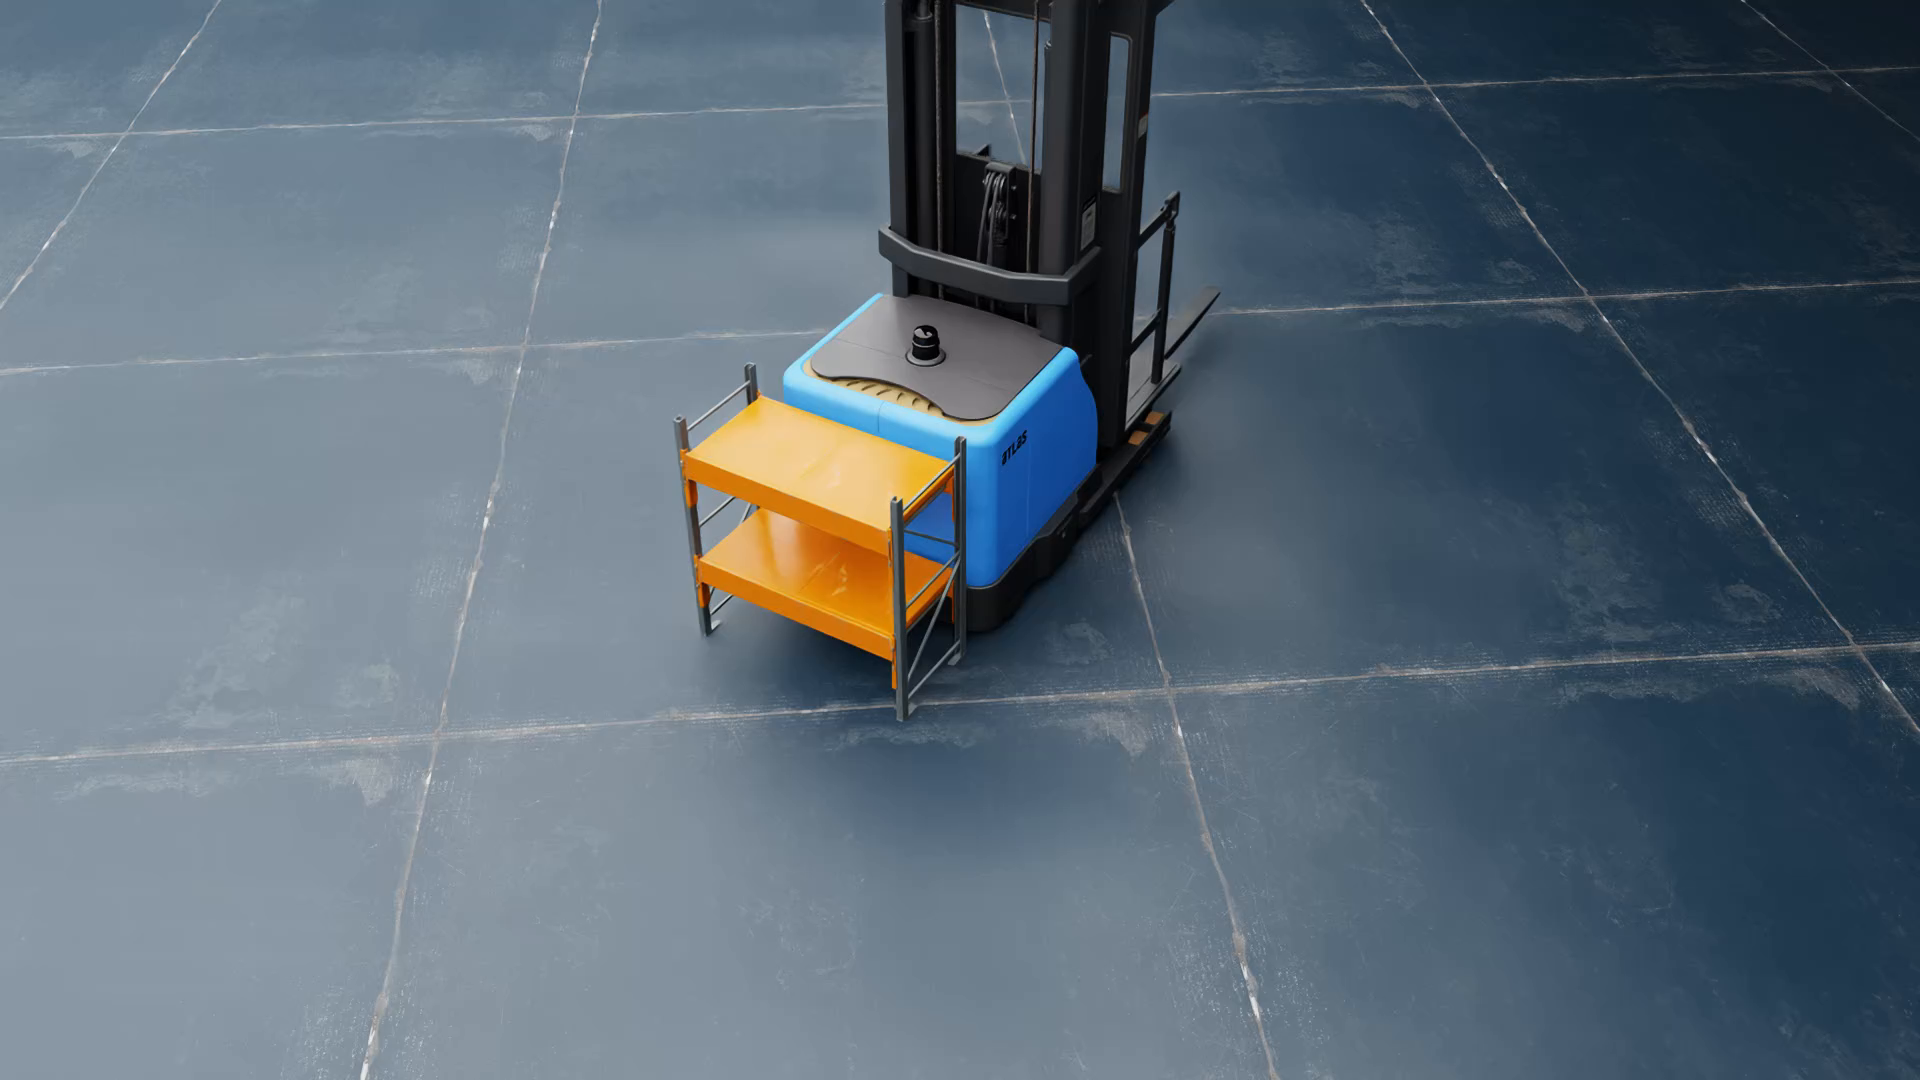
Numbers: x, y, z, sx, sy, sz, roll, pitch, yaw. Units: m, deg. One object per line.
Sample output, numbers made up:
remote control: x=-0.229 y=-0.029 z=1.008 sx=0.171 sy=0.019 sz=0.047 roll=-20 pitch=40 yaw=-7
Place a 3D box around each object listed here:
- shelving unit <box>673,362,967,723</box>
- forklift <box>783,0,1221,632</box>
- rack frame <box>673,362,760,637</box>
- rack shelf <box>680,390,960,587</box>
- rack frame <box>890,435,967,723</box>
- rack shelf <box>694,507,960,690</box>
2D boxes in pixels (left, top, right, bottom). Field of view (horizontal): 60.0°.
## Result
shelving unit: x=-0.551 y=0.006 z=6.834 sx=1.048 sy=1.125 sz=0.538 roll=21 pitch=43 yaw=24
forklift: x=0.404 y=-1.653 z=7.479 sx=1.130 sy=2.935 sz=3.031 roll=19 pitch=42 yaw=23
rack frame: x=-0.986 y=-0.157 z=7.041 sx=0.032 sy=1.125 sz=0.500 roll=21 pitch=43 yaw=24
rack shelf: x=-0.551 y=-0.224 z=6.653 sx=1.000 sy=0.278 sz=0.538 roll=21 pitch=43 yaw=24
rack frame: x=-0.116 y=0.170 z=6.627 sx=0.032 sy=1.125 sz=0.500 roll=21 pitch=43 yaw=24
rack shelf: x=-0.551 y=0.198 z=6.985 sx=1.000 sy=0.278 sz=0.538 roll=21 pitch=43 yaw=24
